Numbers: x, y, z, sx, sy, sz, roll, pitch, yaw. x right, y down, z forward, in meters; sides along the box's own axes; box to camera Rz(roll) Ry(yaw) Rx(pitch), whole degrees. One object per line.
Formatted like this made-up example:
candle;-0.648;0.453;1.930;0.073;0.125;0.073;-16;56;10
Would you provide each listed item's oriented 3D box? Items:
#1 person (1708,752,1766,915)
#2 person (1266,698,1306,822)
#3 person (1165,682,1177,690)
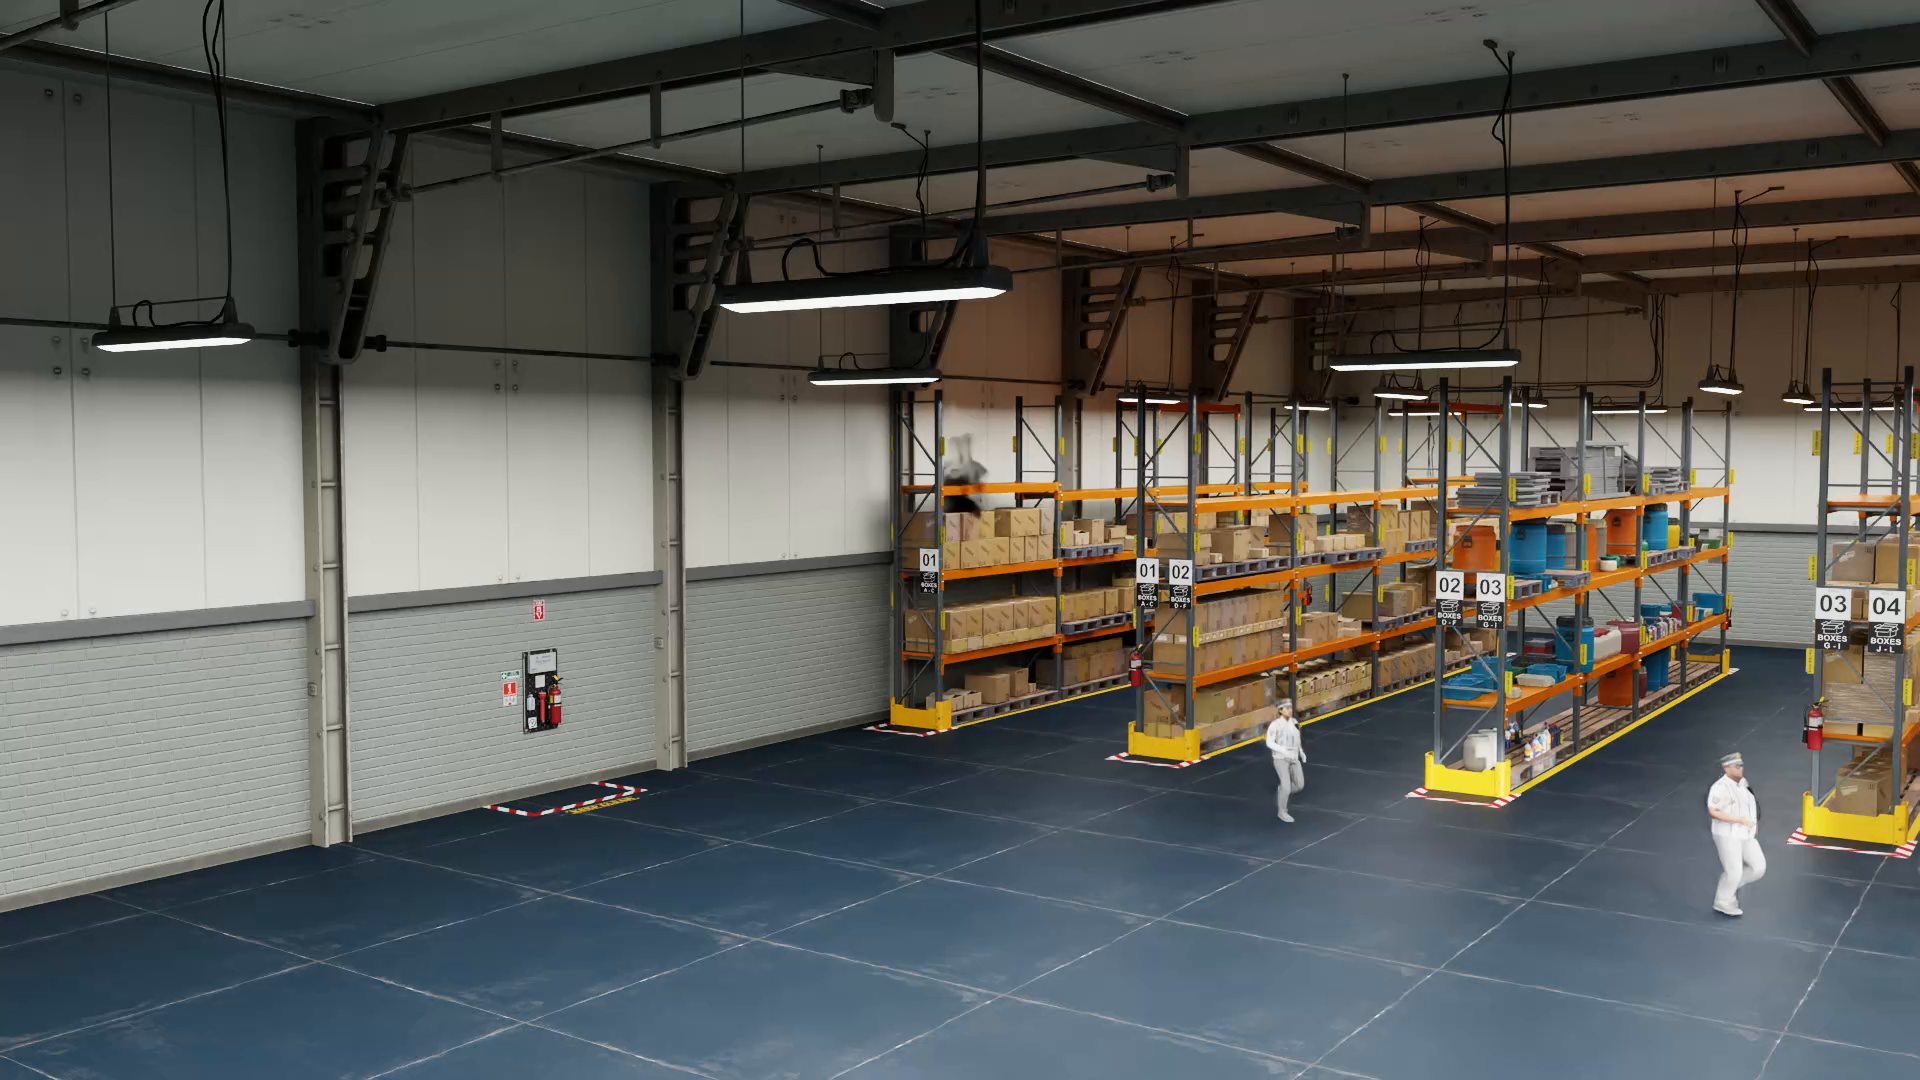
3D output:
person;8.300;3.126;17.691;0.651;1.737;0.592;-2;4;-26
person;4.375;2.927;22.264;0.614;1.651;0.549;-2;4;-27
person;4.103;2.434;31.957;0.537;1.568;0.506;2;4;31
